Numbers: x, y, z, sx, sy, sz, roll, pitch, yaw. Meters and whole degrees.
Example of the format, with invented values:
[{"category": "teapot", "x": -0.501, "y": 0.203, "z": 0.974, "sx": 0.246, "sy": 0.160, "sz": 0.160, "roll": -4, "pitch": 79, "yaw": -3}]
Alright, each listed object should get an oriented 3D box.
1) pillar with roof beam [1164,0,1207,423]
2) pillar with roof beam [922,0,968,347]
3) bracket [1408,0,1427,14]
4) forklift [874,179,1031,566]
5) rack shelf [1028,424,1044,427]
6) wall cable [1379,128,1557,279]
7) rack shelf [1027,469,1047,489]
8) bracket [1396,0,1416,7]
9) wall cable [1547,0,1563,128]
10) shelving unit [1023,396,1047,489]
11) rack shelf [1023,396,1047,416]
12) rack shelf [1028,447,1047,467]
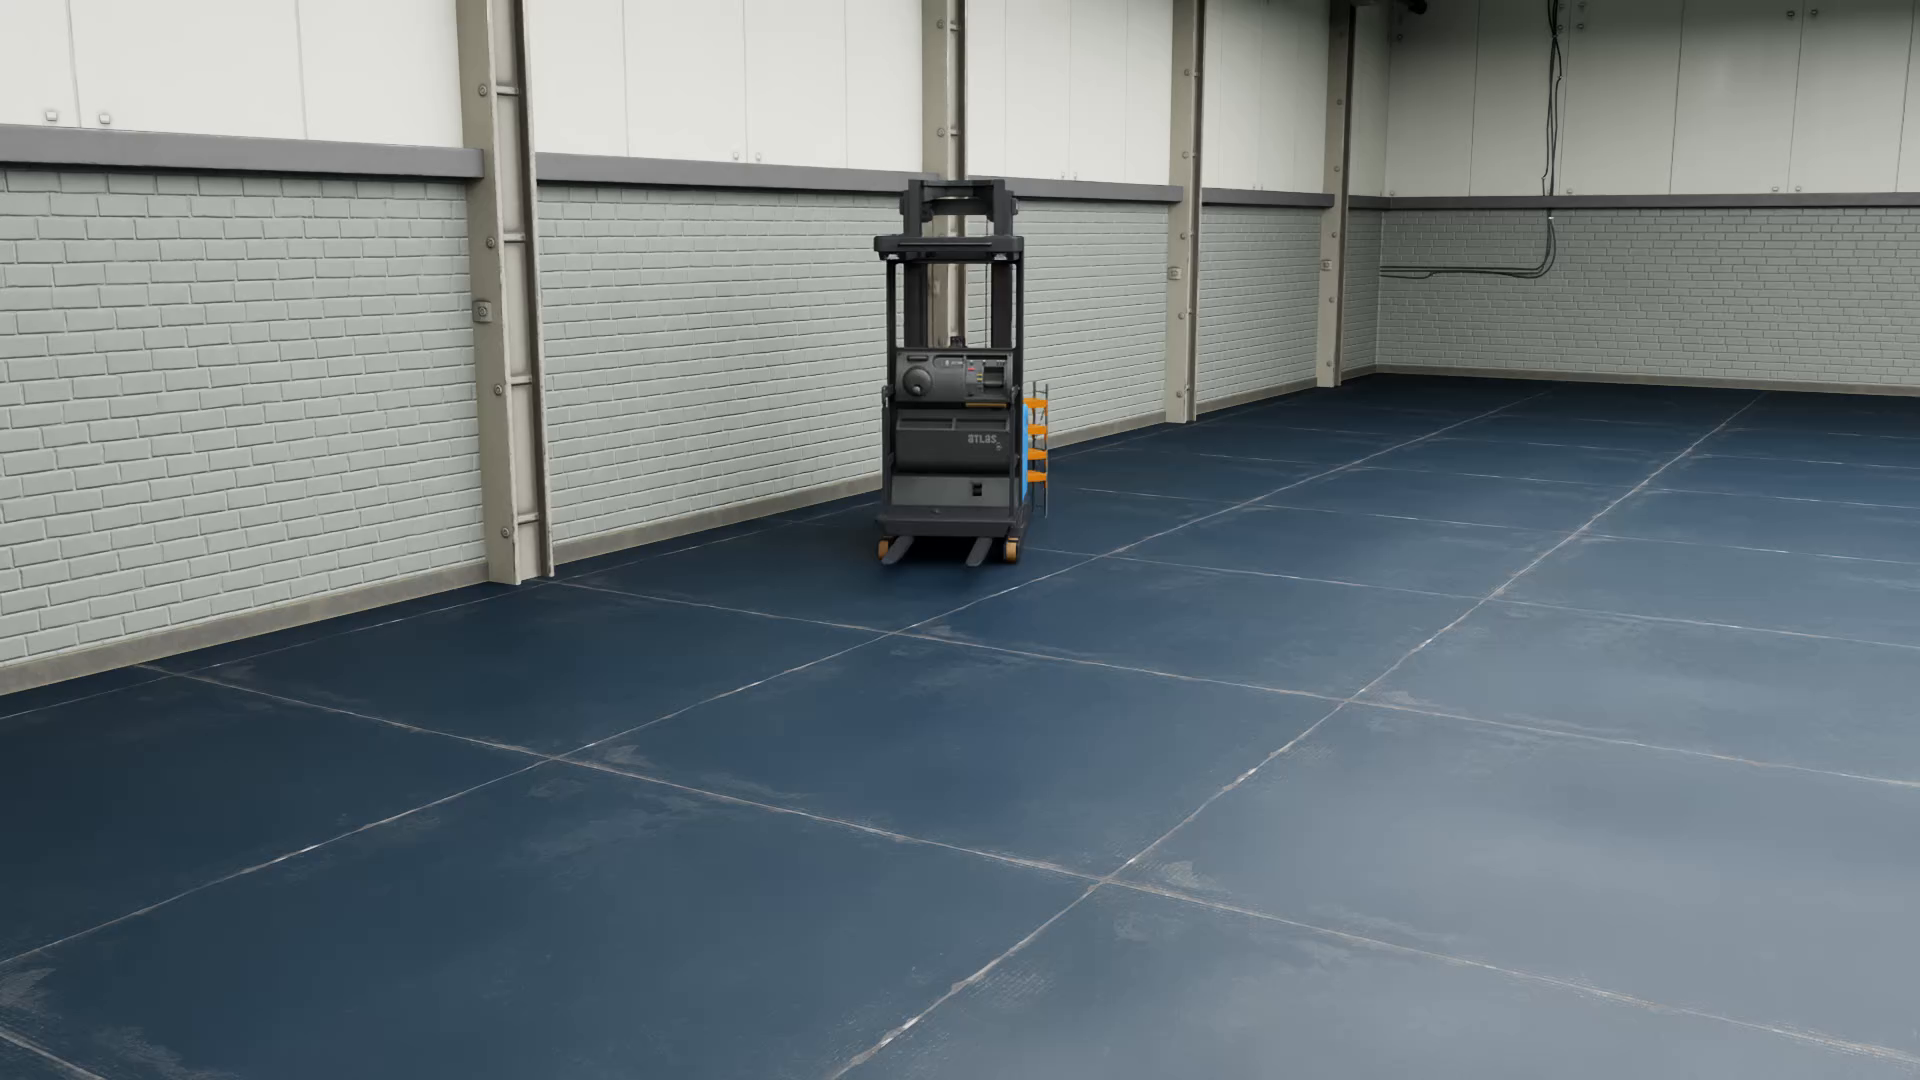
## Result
[{"category": "pillar with roof beam", "x": 6.644, "y": -5.617, "z": 19.417, "sx": 9.100, "sy": 9.000, "sz": 0.400, "roll": 6, "pitch": 12, "yaw": 31}, {"category": "pillar with roof beam", "x": 3.529, "y": -4.673, "z": 14.377, "sx": 9.100, "sy": 9.000, "sz": 0.400, "roll": 6, "pitch": 12, "yaw": 31}, {"category": "bracket", "x": 7.829, "y": -9.145, "z": 28.482, "sx": 0.235, "sy": 0.232, "sz": 0.430, "roll": 6, "pitch": 12, "yaw": 31}, {"category": "forklift", "x": -0.064, "y": -1.326, "z": 12.989, "sx": 1.130, "sy": 2.935, "sz": 3.031, "roll": 1, "pitch": 11, "yaw": 6}, {"category": "rack shelf", "x": 0.506, "y": -1.000, "z": 14.809, "sx": 0.457, "sy": 0.021, "sz": 0.221, "roll": -6, "pitch": 12, "yaw": -27}, {"category": "wall cable", "x": 8.739, "y": -5.783, "z": 28.740, "sx": 3.097, "sy": 2.526, "sz": 0.112, "roll": 6, "pitch": 12, "yaw": 31}, {"category": "rack shelf", "x": 0.506, "y": -0.532, "z": 14.896, "sx": 0.480, "sy": 0.148, "sz": 0.258, "roll": -6, "pitch": 12, "yaw": -27}, {"category": "bracket", "x": 7.522, "y": -9.052, "z": 27.986, "sx": 0.076, "sy": 0.066, "sz": 3.189, "roll": 6, "pitch": 12, "yaw": 31}, {"category": "wall cable", "x": 11.051, "y": -8.007, "z": 26.895, "sx": 3.097, "sy": 2.526, "sz": 0.112, "roll": 6, "pitch": 12, "yaw": 31}, {"category": "shelving unit", "x": 0.501, "y": -0.793, "z": 14.845, "sx": 0.492, "sy": 1.200, "sz": 0.258, "roll": -6, "pitch": 12, "yaw": -27}, {"category": "rack shelf", "x": 0.506, "y": -1.180, "z": 14.775, "sx": 0.480, "sy": 0.148, "sz": 0.258, "roll": -6, "pitch": 12, "yaw": -27}, {"category": "rack shelf", "x": 0.506, "y": -0.728, "z": 14.860, "sx": 0.480, "sy": 0.148, "sz": 0.258, "roll": -6, "pitch": 12, "yaw": -27}]
